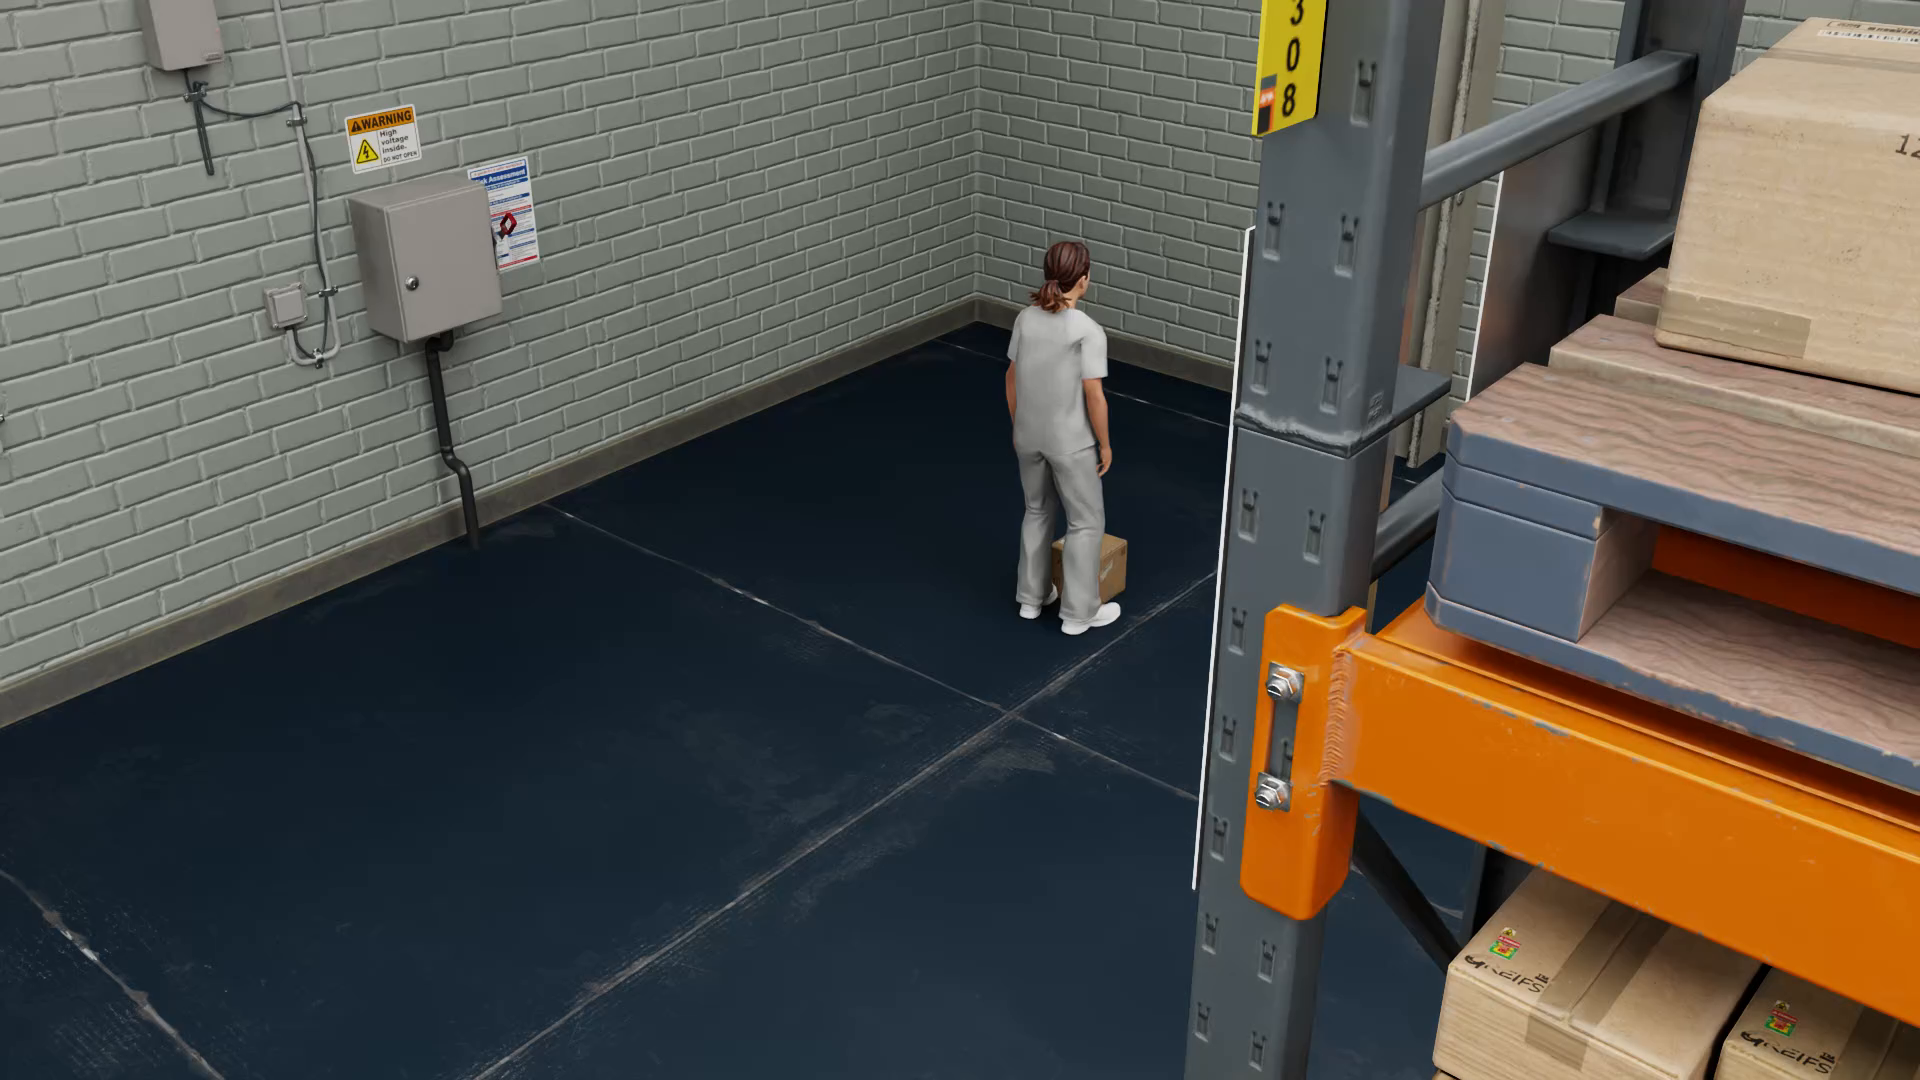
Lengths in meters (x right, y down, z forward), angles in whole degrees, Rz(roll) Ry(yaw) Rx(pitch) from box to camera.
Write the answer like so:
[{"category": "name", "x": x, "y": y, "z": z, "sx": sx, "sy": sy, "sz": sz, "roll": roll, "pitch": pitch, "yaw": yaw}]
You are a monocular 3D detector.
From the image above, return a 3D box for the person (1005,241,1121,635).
[{"category": "person", "x": 0.419, "y": -0.416, "z": 6.922, "sx": 0.498, "sy": 1.671, "sz": 0.363, "roll": 19, "pitch": 33, "yaw": 32}]
